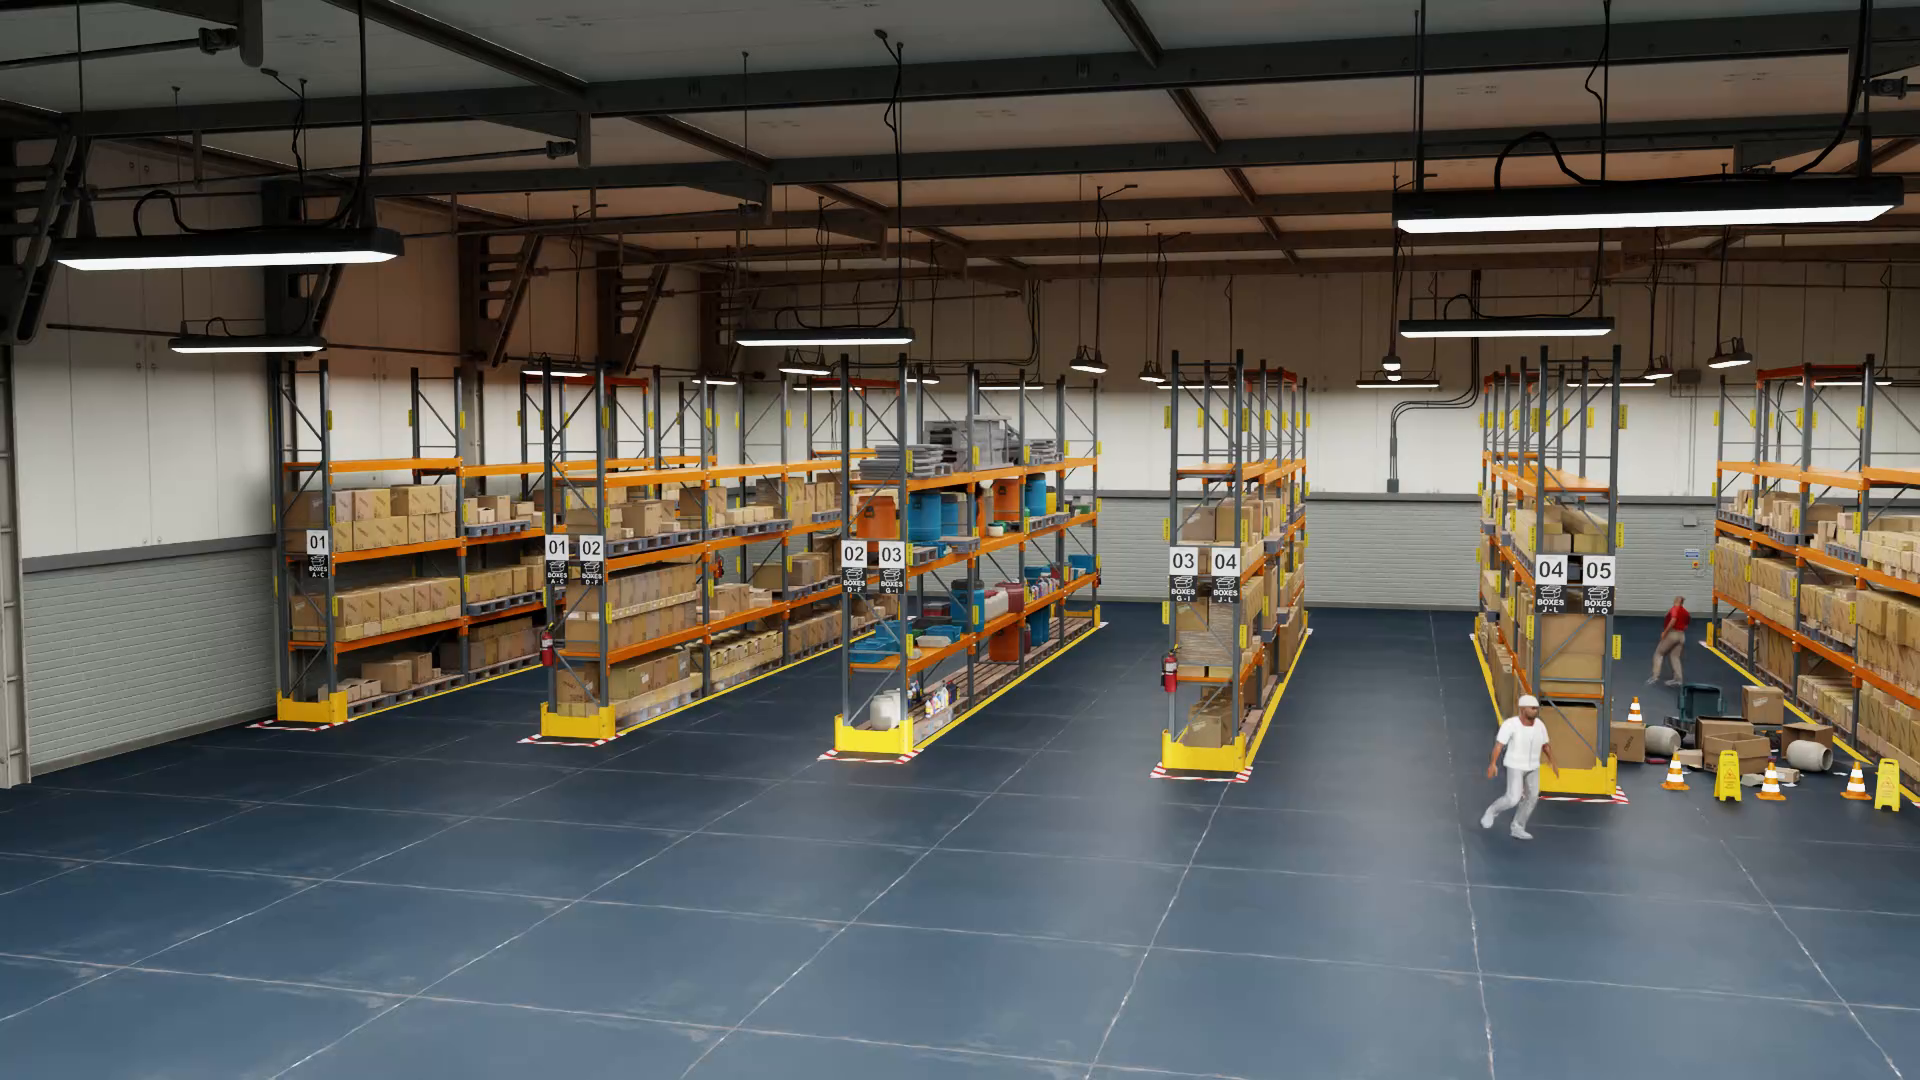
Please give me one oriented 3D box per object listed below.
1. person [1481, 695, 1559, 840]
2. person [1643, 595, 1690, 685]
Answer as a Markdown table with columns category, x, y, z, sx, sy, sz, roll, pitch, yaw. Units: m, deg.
| category | x | y | z | sx | sy | sz | roll | pitch | yaw |
| --- | --- | --- | --- | --- | --- | --- | --- | --- | --- |
| person | 6.688 | 2.706 | 19.910 | 0.728 | 1.724 | 0.688 | -1 | 4 | -17 |
| person | 13.497 | 1.923 | 31.461 | 0.849 | 1.727 | 0.688 | -2 | 4 | -24 |
